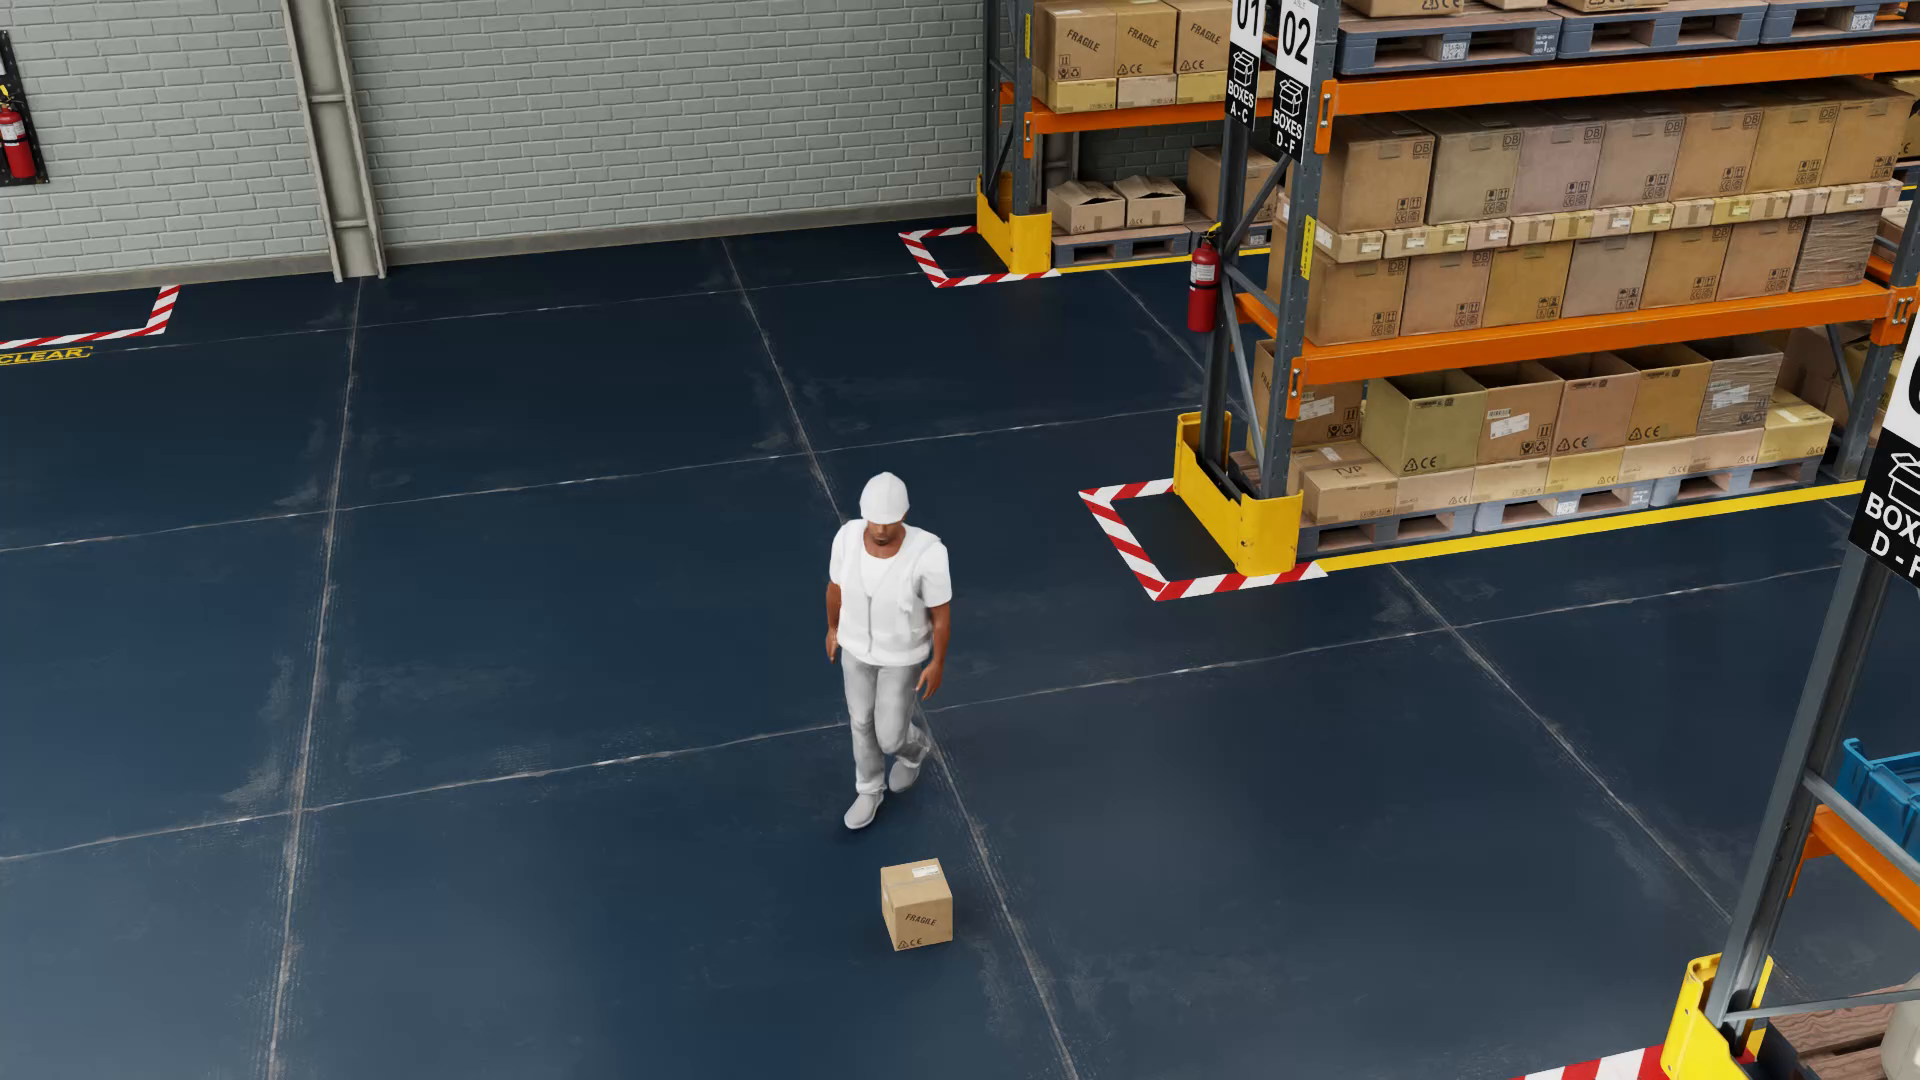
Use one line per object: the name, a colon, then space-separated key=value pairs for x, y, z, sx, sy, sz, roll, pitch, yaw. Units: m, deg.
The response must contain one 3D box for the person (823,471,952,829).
person: x=-0.347 y=0.490 z=7.380 sx=0.632 sy=1.790 sz=0.499 roll=12 pitch=32 yaw=20
